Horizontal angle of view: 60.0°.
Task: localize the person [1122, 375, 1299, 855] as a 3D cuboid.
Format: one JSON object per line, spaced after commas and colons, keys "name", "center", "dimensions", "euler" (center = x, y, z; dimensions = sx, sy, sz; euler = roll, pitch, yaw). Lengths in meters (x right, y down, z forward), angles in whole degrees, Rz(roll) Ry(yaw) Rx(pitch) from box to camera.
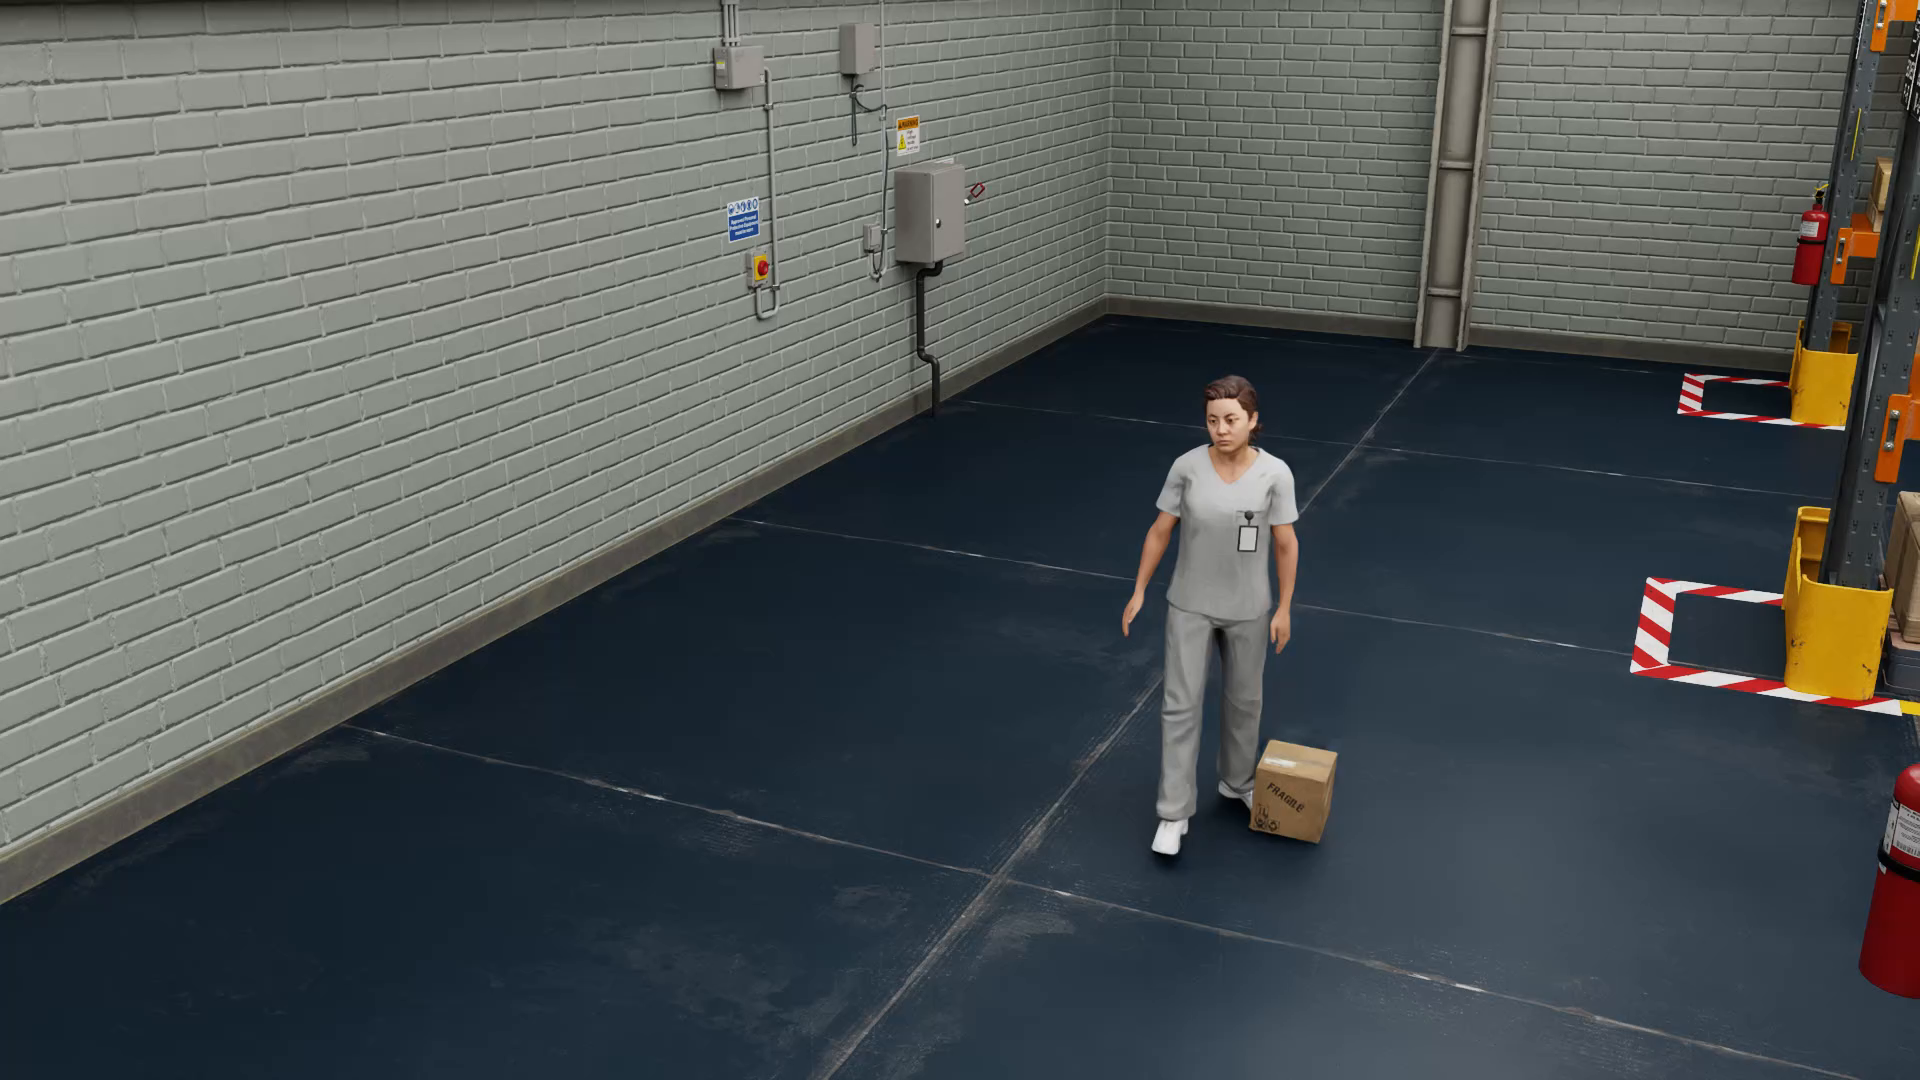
{"name": "person", "center": [0.876, 0.252, 5.803], "dimensions": [0.614, 1.664, 0.615], "euler": [3, 19, 7]}
